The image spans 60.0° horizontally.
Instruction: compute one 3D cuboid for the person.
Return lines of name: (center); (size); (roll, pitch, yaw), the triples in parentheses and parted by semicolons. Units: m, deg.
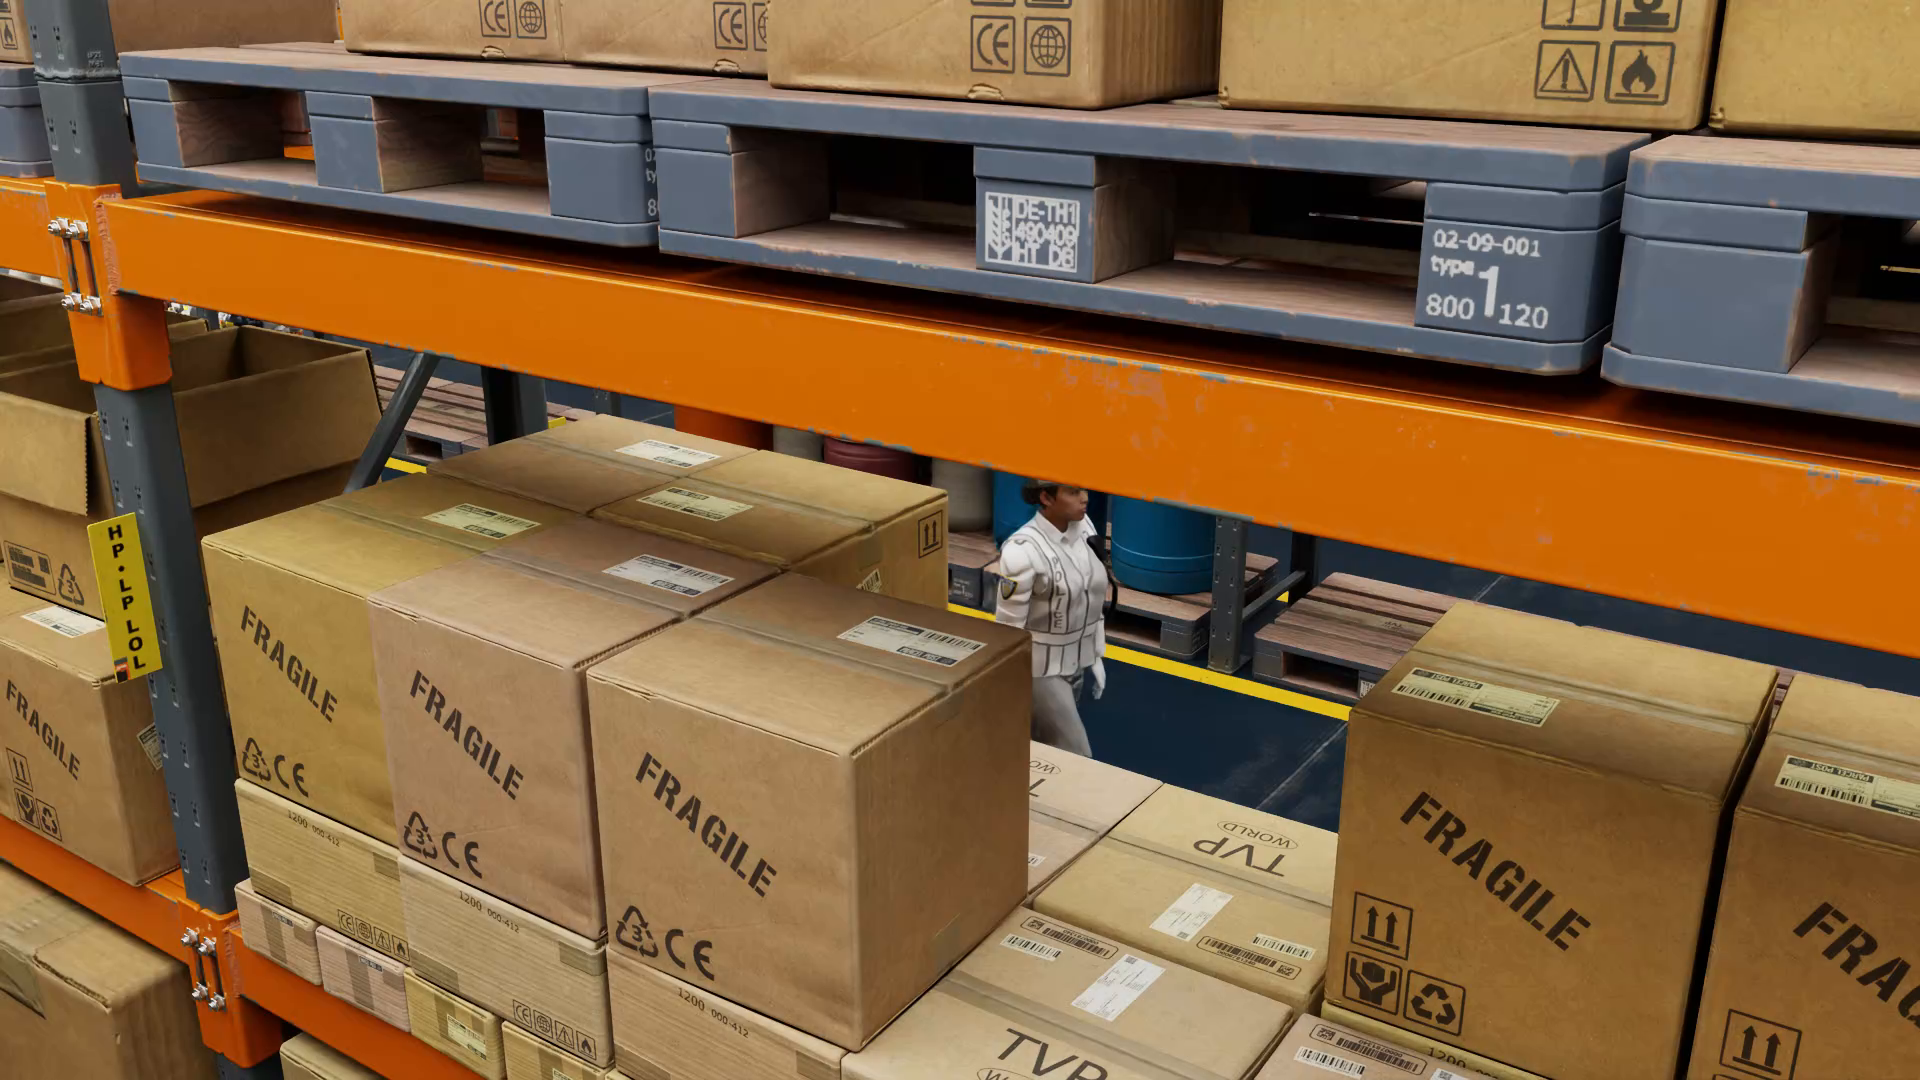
person: (0.287, 0.421, 5.884); (0.969, 1.631, 0.488); (14, 24, 33)
